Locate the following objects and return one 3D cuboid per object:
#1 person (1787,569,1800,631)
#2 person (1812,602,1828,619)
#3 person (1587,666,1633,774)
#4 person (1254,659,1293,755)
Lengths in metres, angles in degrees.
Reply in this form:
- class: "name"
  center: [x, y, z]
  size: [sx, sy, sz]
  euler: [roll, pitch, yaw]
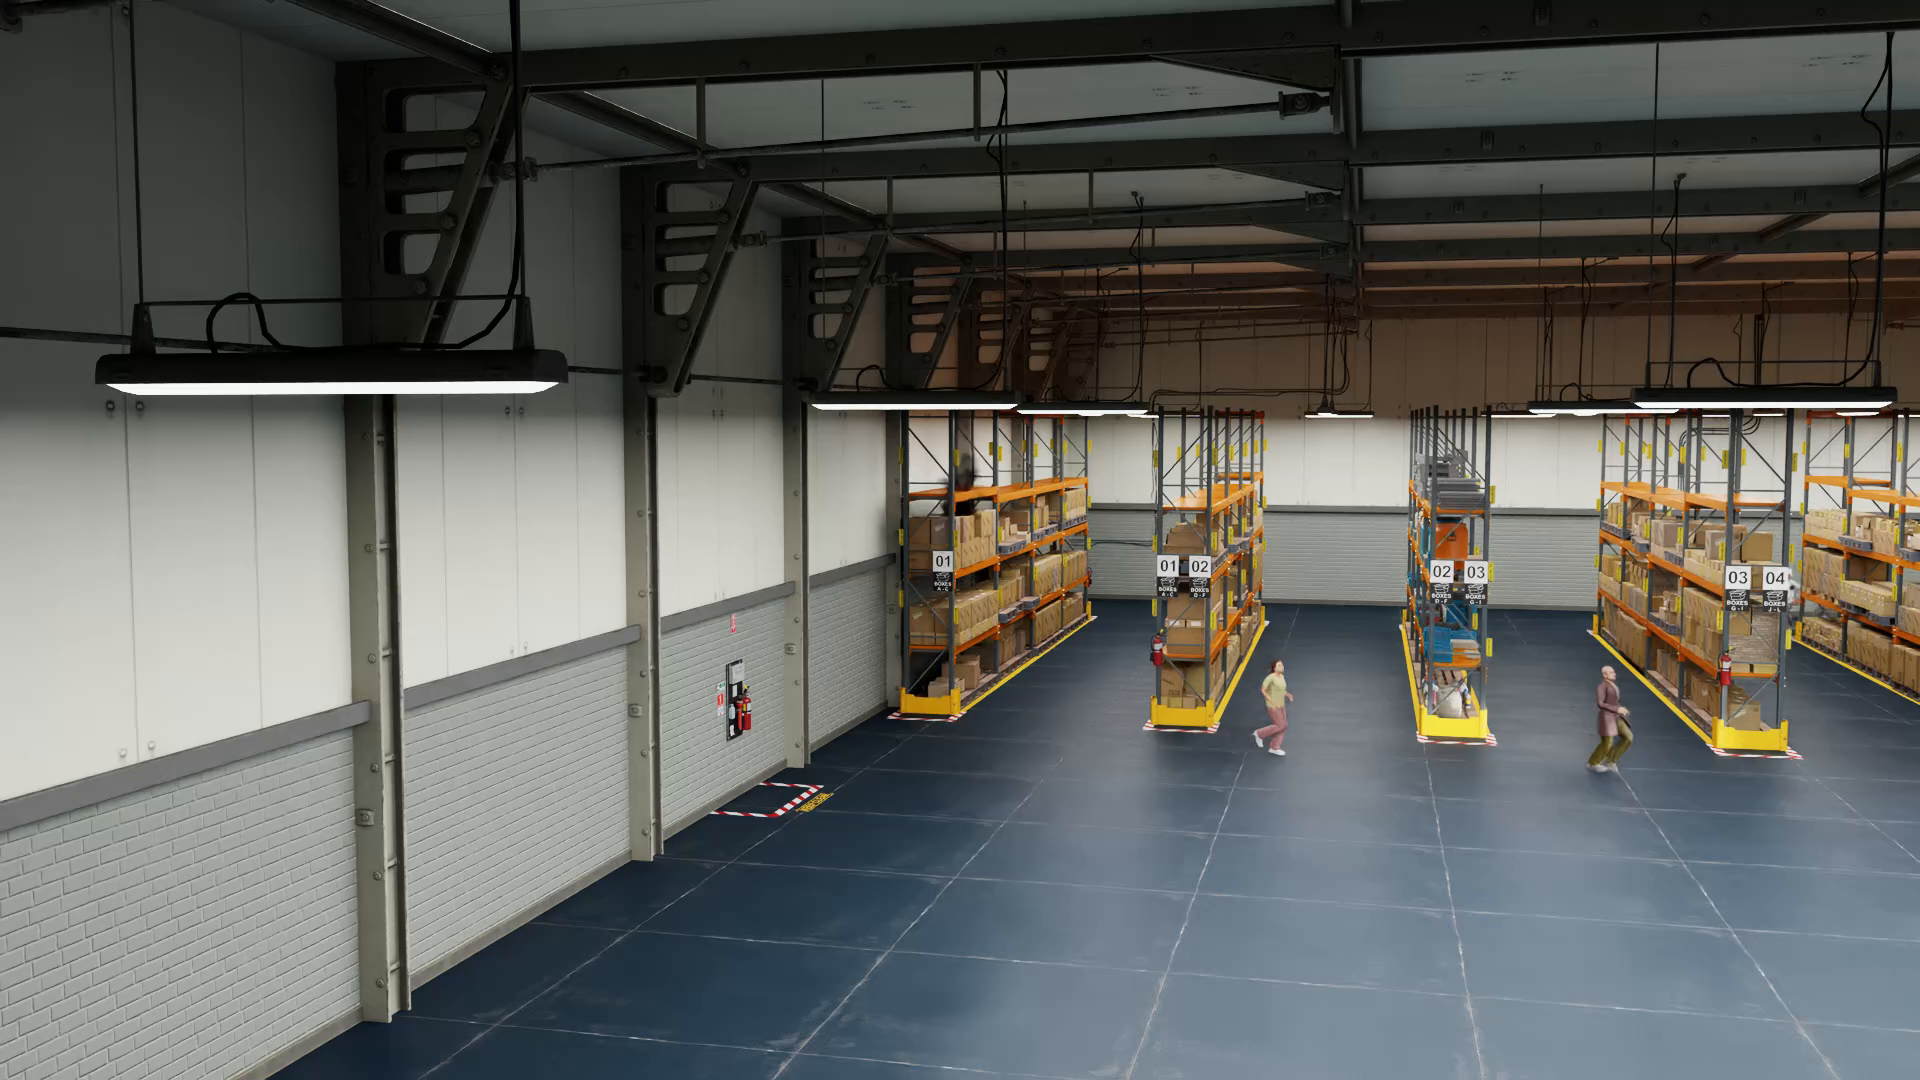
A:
- class: "person"
  center: [22.032, 1.662, 44.298]
  size: [0.847, 1.804, 0.701]
  euler: [0, 4, -5]
- class: "person"
  center: [23.013, 1.711, 44.498]
  size: [0.788, 1.611, 0.866]
  euler: [2, 5, 26]
- class: "person"
  center: [10.562, 2.920, 26.992]
  size: [0.719, 1.765, 0.730]
  euler: [-4, 6, -42]
- class: "person"
  center: [5.417, 2.861, 28.649]
  size: [0.590, 1.640, 0.575]
  euler: [4, 6, 43]
